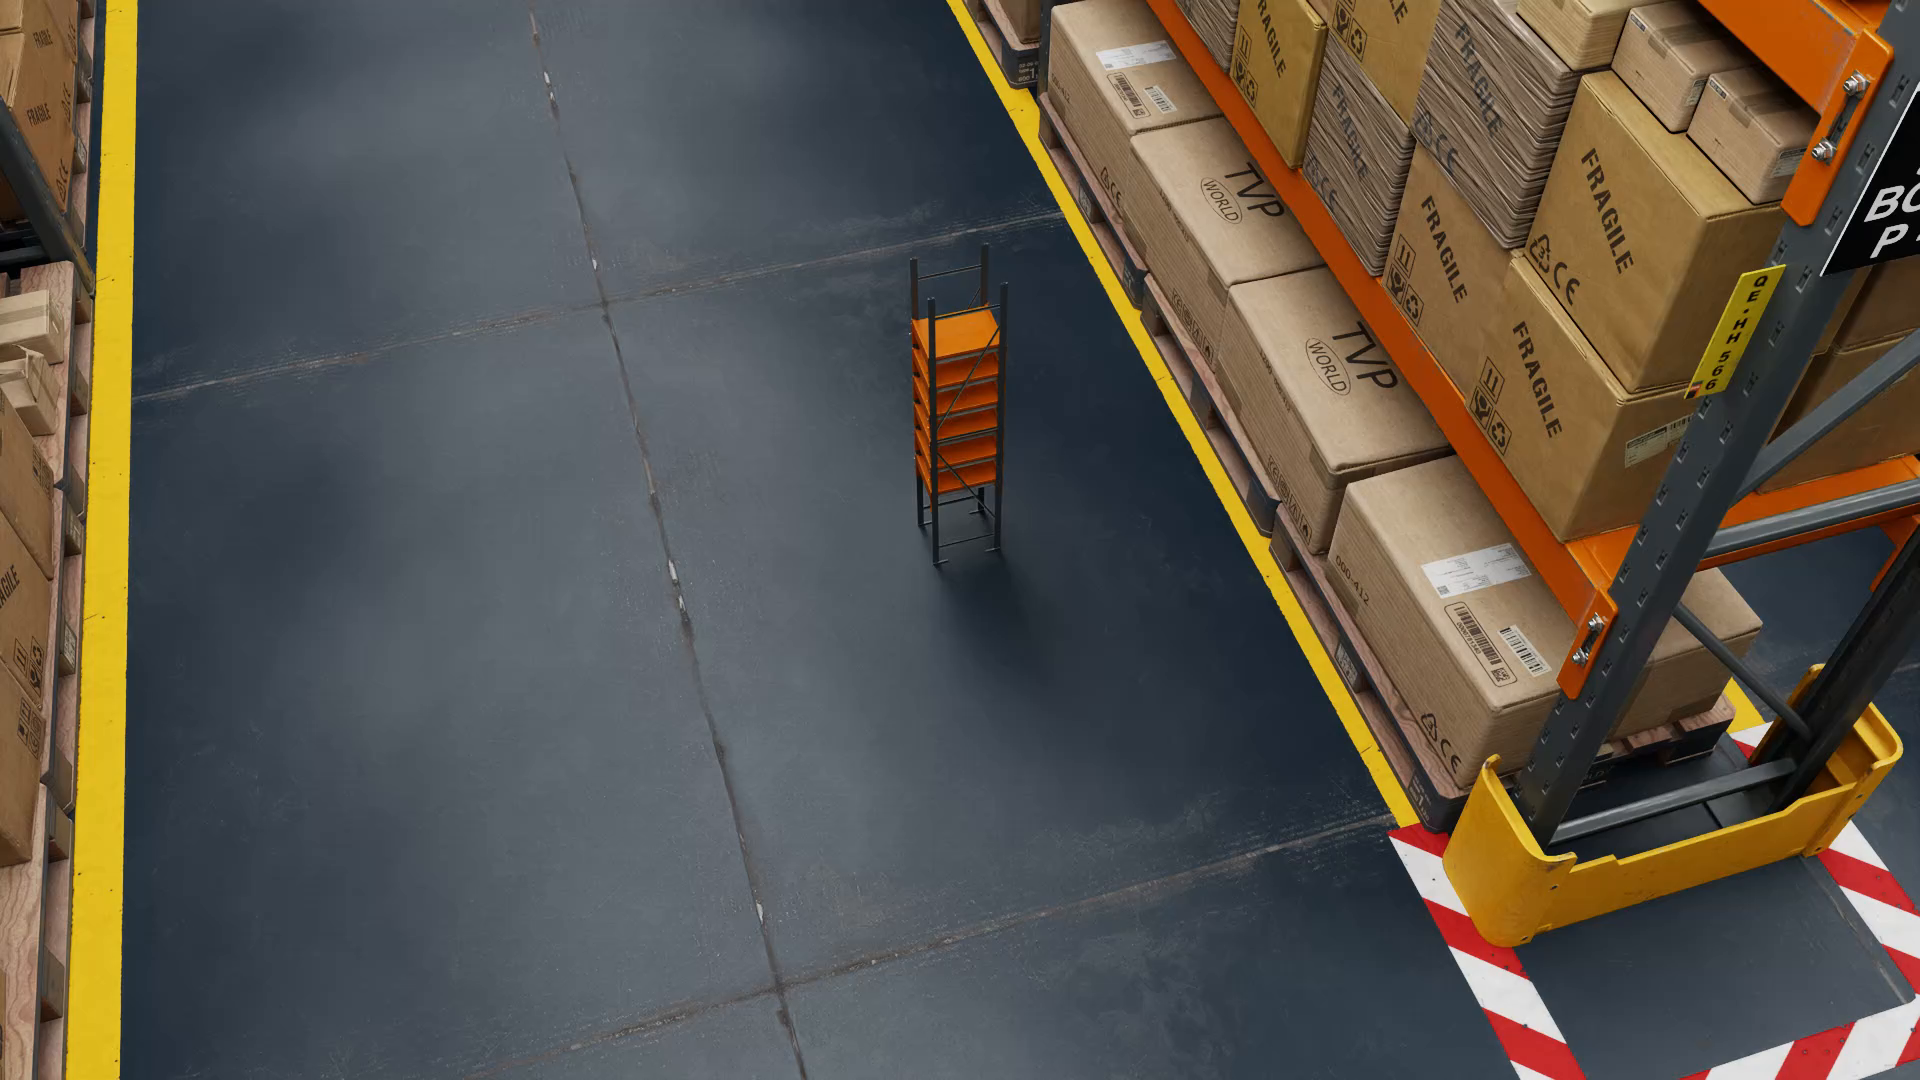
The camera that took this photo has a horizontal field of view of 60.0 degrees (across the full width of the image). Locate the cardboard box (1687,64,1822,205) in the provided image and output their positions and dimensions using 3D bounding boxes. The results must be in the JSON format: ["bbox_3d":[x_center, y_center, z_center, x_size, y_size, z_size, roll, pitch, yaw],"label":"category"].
[{"bbox_3d":[1.720,-0.840,3.353,0.380,0.149,0.250,-13,51,-10],"label":"cardboard box"}]

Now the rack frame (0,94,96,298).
[{"bbox_3d":[-3.906,-1.856,5.353,1.000,3.000,0.127,-13,51,-11],"label":"rack frame"}]

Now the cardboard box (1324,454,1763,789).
[{"bbox_3d":[1.727,0.171,5.045,0.875,0.438,0.875,-15,51,-12],"label":"cardboard box"}]

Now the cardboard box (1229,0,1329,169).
[{"bbox_3d":[1.162,-1.502,4.989,0.500,0.500,0.500,-12,51,-10],"label":"cardboard box"}]

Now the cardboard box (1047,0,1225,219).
[{"bbox_3d":[0.918,-1.808,6.714,0.875,0.438,0.875,-14,51,-12],"label":"cardboard box"}]

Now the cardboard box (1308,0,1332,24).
[{"bbox_3d":[1.175,-1.818,4.601,0.500,0.500,0.500,-14,51,-11],"label":"cardboard box"}]

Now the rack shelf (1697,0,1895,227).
[{"bbox_3d":[1.426,-2.256,4.198,1.077,0.370,4.000,-13,51,-11],"label":"rack shelf"}]

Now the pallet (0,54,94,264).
[{"bbox_3d":[-4.182,-1.543,6.913,1.003,0.211,1.213,-13,51,-11],"label":"pallet"}]

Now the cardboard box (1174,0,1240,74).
[{"bbox_3d":[1.009,-1.879,5.306,0.500,0.500,0.500,-13,51,-11],"label":"cardboard box"}]

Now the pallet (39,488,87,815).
[{"bbox_3d":[-3.339,0.437,5.244,1.003,0.211,1.213,-13,51,-11],"label":"pallet"}]

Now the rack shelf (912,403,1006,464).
[{"bbox_3d":[-0.004,-0.369,5.334,0.258,0.103,0.180,-13,51,-11],"label":"rack shelf"}]

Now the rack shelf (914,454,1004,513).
[{"bbox_3d":[-0.004,-0.214,5.518,0.258,0.103,0.180,-13,51,-11],"label":"rack shelf"}]

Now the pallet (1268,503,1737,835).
[{"bbox_3d":[1.707,0.272,5.382,1.003,0.211,1.213,-13,51,-11],"label":"pallet"}]

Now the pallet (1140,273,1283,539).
[{"bbox_3d":[1.349,-0.617,6.132,1.003,0.211,1.213,-13,51,-11],"label":"pallet"}]

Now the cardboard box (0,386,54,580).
[{"bbox_3d":[-3.336,-0.124,5.253,0.700,0.500,0.500,-15,52,-12],"label":"cardboard box"}]

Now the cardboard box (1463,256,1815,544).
[{"bbox_3d":[1.622,-0.385,4.047,0.500,0.500,0.500,-13,51,-11],"label":"cardboard box"}]

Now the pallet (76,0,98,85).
[{"bbox_3d":[-4.547,-2.436,7.665,1.003,0.211,1.213,-13,51,-11],"label":"pallet"}]

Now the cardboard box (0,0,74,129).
[{"bbox_3d":[-4.001,-1.977,6.815,0.500,0.500,0.500,-14,51,-11],"label":"cardboard box"}]

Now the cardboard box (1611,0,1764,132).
[{"bbox_3d":[1.622,-1.020,3.505,0.380,0.149,0.250,-12,51,-10],"label":"cardboard box"}]

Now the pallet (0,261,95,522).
[{"bbox_3d":[-3.704,-0.456,5.996,1.003,0.211,1.213,-13,51,-11],"label":"pallet"}]

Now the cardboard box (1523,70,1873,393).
[{"bbox_3d":[1.648,-0.713,3.670,0.500,0.500,0.500,-12,51,-10],"label":"cardboard box"}]

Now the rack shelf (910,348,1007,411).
[{"bbox_3d":[-0.004,-0.523,5.151,0.258,0.103,0.180,-13,51,-11],"label":"rack shelf"}]

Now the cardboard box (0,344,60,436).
[{"bbox_3d":[-3.355,-0.509,5.731,0.396,0.266,0.258,-12,51,-10],"label":"cardboard box"}]

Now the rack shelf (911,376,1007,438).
[{"bbox_3d":[-0.004,-0.446,5.242,0.258,0.103,0.180,-13,51,-11],"label":"rack shelf"}]

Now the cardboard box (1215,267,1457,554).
[{"bbox_3d":[1.448,-0.496,5.607,0.875,0.438,0.875,-12,51,-10],"label":"cardboard box"}]

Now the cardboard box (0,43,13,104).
[{"bbox_3d":[-3.758,-1.717,6.172,0.380,0.149,0.250,-11,51,-9],"label":"cardboard box"}]

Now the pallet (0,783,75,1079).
[{"bbox_3d":[-2.982,1.326,4.494,1.003,0.211,1.213,-13,51,-11],"label":"pallet"}]

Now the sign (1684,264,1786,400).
[{"bbox_3d":[1.495,-0.397,3.211,0.100,0.325,0.005,-13,51,-11],"label":"sign"}]

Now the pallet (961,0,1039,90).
[{"bbox_3d":[0.535,-2.629,7.828,1.003,0.211,1.213,-13,51,-11],"label":"pallet"}]

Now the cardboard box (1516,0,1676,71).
[{"bbox_3d":[1.466,-1.190,3.648,0.380,0.149,0.250,-14,51,-11],"label":"cardboard box"}]

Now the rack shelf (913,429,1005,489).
[{"bbox_3d":[-0.004,-0.291,5.426,0.258,0.103,0.180,-13,51,-11],"label":"rack shelf"}]

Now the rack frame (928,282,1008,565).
[{"bbox_3d":[0.023,-0.330,5.244,0.240,1.200,0.006,-13,51,-11],"label":"rack frame"}]

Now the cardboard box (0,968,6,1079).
[{"bbox_3d":[-2.813,1.266,4.079,0.797,0.503,0.637,-15,52,-12],"label":"cardboard box"}]

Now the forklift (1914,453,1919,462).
[{"bbox_3d":[3.834,-1.084,4.747,1.130,2.935,3.031,6,50,5],"label":"forklift"}]

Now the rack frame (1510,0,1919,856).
[{"bbox_3d":[2.018,-0.060,3.839,1.000,3.000,0.127,-13,51,-11],"label":"rack frame"}]

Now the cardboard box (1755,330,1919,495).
[{"bbox_3d":[2.150,-0.508,4.151,0.500,0.500,0.500,-14,51,-11],"label":"cardboard box"}]

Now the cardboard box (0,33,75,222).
[{"bbox_3d":[-3.834,-1.590,6.489,0.500,0.500,0.500,-11,51,-9],"label":"cardboard box"}]

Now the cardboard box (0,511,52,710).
[{"bbox_3d":[-3.090,0.225,4.958,0.500,0.500,0.500,-12,51,-10],"label":"cardboard box"}]

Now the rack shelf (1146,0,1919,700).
[{"bbox_3d":[1.426,-1.289,5.345,1.077,0.370,4.000,-13,51,-11],"label":"rack shelf"}]

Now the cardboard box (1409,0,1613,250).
[{"bbox_3d":[1.465,-1.088,3.986,0.500,0.500,0.500,-13,51,-11],"label":"cardboard box"}]

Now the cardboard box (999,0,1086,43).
[{"bbox_3d":[0.575,-2.867,7.320,0.875,0.875,0.875,-12,51,-10],"label":"cardboard box"}]

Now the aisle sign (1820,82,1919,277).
[{"bbox_3d":[1.743,-0.775,2.741,0.394,0.787,0.004,-13,51,-11],"label":"aisle sign"}]

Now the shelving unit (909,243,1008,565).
[{"bbox_3d":[-0.004,-0.397,5.300,0.258,1.200,0.189,-13,51,-11],"label":"shelving unit"}]

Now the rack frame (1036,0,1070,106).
[{"bbox_3d":[0.835,-2.982,6.302,1.000,3.000,0.127,-13,51,-11],"label":"rack frame"}]

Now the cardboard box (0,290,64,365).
[{"bbox_3d":[-3.460,-0.732,5.996,0.380,0.149,0.250,-15,51,-12],"label":"cardboard box"}]

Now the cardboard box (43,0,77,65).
[{"bbox_3d":[-4.144,-2.343,7.123,0.500,0.500,0.500,-15,51,-12],"label":"cardboard box"}]

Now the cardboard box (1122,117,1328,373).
[{"bbox_3d":[1.183,-1.154,6.162,0.875,0.438,0.875,-15,51,-12],"label":"cardboard box"}]

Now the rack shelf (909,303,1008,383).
[{"bbox_3d":[-0.004,-0.601,5.059,0.258,0.103,0.180,-13,51,-11],"label":"rack shelf"}]

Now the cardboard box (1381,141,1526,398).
[{"bbox_3d":[1.488,-0.755,4.359,0.500,0.500,0.500,-14,51,-12],"label":"cardboard box"}]

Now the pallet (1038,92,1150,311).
[{"bbox_3d":[0.985,-1.510,6.885,1.003,0.211,1.213,-13,51,-11],"label":"pallet"}]

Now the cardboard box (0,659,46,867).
[{"bbox_3d":[-3.029,0.634,4.614,0.700,0.500,0.500,-11,51,-9],"label":"cardboard box"}]

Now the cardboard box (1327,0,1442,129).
[{"bbox_3d":[1.322,-1.450,4.291,0.500,0.500,0.500,-14,51,-11],"label":"cardboard box"}]

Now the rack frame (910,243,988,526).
[{"bbox_3d":[-0.031,-0.464,5.357,0.240,1.200,0.006,-13,51,-11],"label":"rack frame"}]

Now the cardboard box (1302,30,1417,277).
[{"bbox_3d":[1.327,-1.128,4.674,0.500,0.500,0.500,-12,51,-10],"label":"cardboard box"}]

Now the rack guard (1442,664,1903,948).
[{"bbox_3d":[2.025,0.763,4.780,1.175,0.500,0.348,-13,51,-11],"label":"rack guard"}]

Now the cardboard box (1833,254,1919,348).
[{"bbox_3d":[2.148,-0.830,3.768,0.500,0.500,0.500,-14,51,-12],"label":"cardboard box"}]
